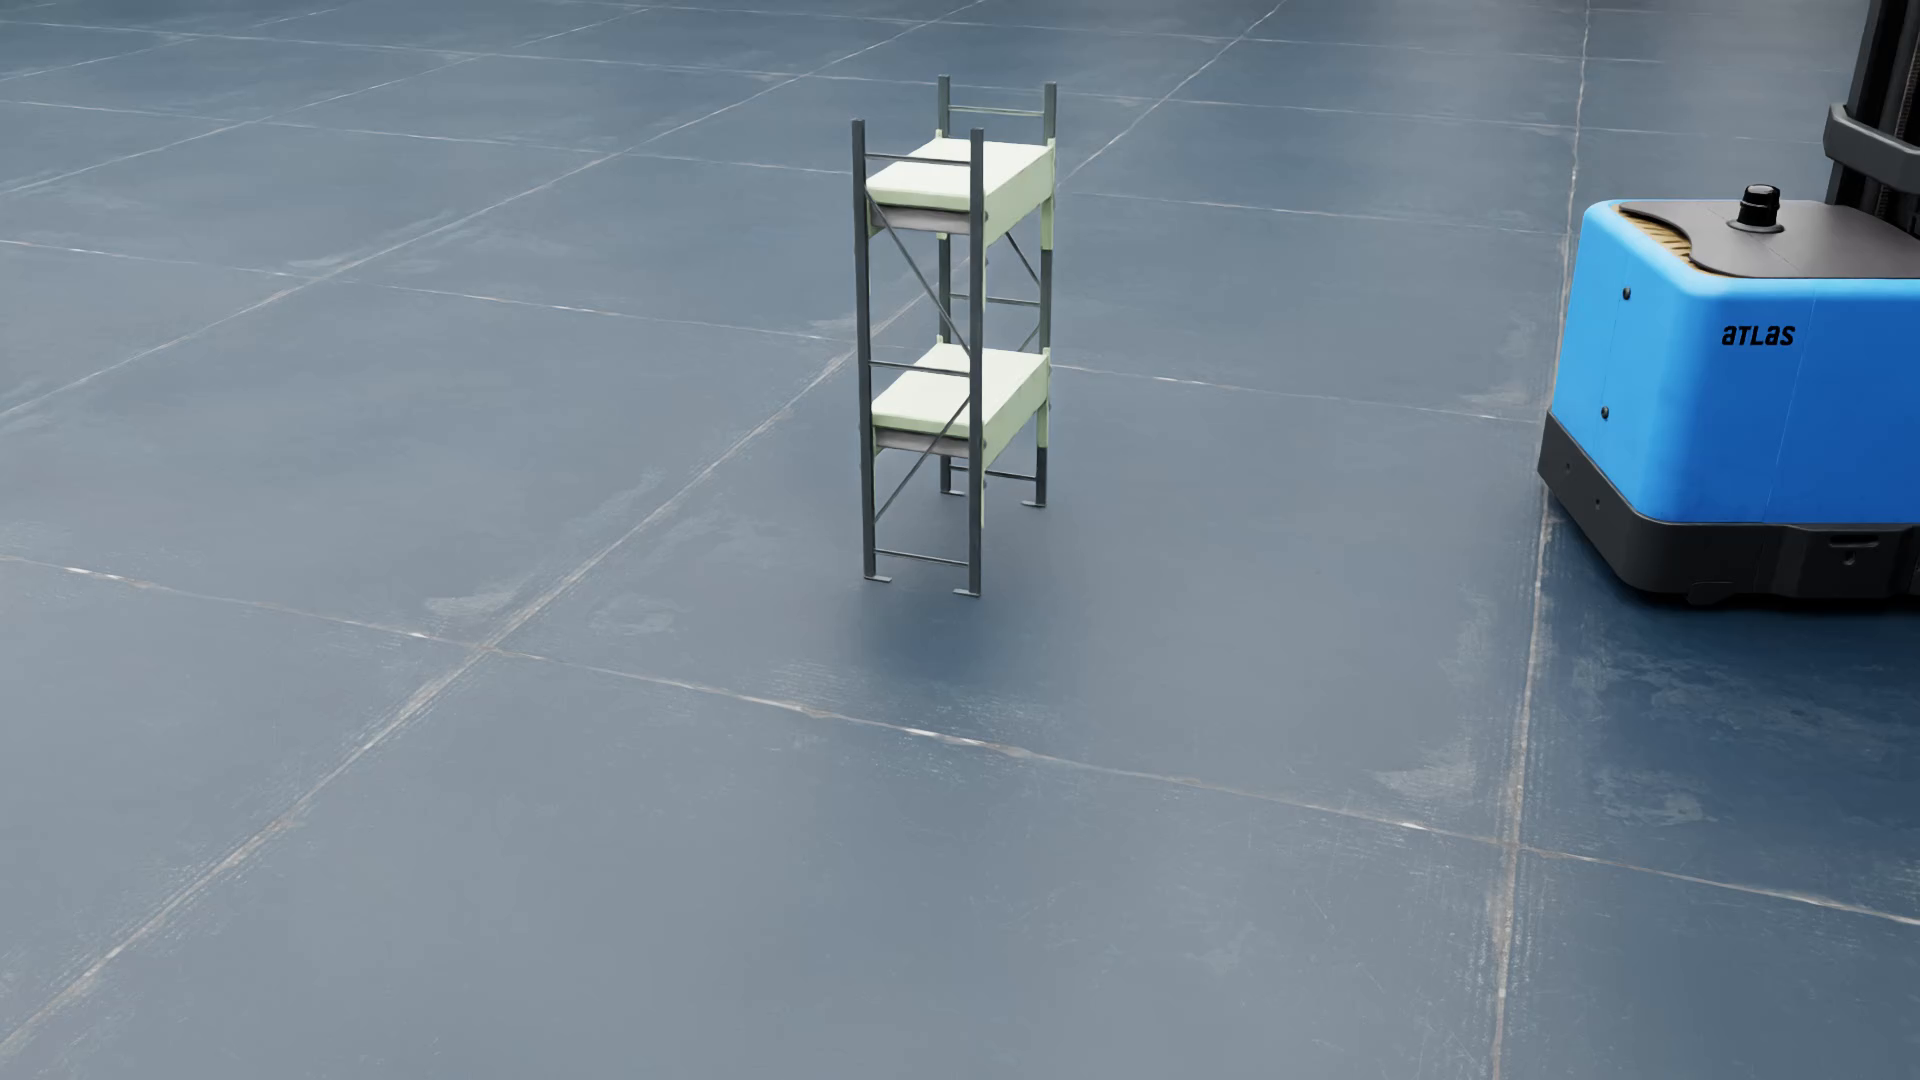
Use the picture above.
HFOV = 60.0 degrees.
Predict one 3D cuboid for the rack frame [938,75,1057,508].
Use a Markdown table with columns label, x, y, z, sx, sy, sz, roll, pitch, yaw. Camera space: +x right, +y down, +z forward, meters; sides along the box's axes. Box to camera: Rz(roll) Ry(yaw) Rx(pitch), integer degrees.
| label | x | y | z | sx | sy | sz | roll | pitch | yaw |
| --- | --- | --- | --- | --- | --- | --- | --- | --- | --- |
| rack frame | 0.120 | -0.823 | 5.728 | 0.400 | 1.500 | 0.023 | 9 | 27 | 17 |

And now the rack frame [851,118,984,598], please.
| label | x | y | z | sx | sy | sz | roll | pitch | yaw |
| --- | --- | --- | --- | --- | --- | --- | --- | --- | --- |
| rack frame | -0.124 | -0.522 | 5.107 | 0.400 | 1.500 | 0.023 | 9 | 27 | 17 |

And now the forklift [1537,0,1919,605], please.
| label | x | y | z | sx | sy | sz | roll | pitch | yaw |
| --- | --- | --- | --- | --- | --- | --- | --- | --- | --- |
| forklift | 3.630 | -1.312 | 5.096 | 3.031 | 2.935 | 1.130 | 0 | 26 | 0 |

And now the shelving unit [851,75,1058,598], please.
| label | x | y | z | sx | sy | sz | roll | pitch | yaw |
| --- | --- | --- | --- | --- | --- | --- | --- | --- | --- |
| shelving unit | -0.002 | -0.672 | 5.417 | 0.431 | 1.500 | 0.755 | 9 | 27 | 17 |

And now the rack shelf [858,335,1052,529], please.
| label | x | y | z | sx | sy | sz | roll | pitch | yaw |
| --- | --- | --- | --- | --- | --- | --- | --- | --- | --- |
| rack shelf | -0.002 | -0.379 | 5.560 | 0.431 | 0.370 | 0.720 | 9 | 27 | 17 |

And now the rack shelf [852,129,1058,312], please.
| label | x | y | z | sx | sy | sz | roll | pitch | yaw |
| --- | --- | --- | --- | --- | --- | --- | --- | --- | --- |
| rack shelf | -0.002 | -1.024 | 5.247 | 0.431 | 0.370 | 0.720 | 9 | 27 | 17 |
